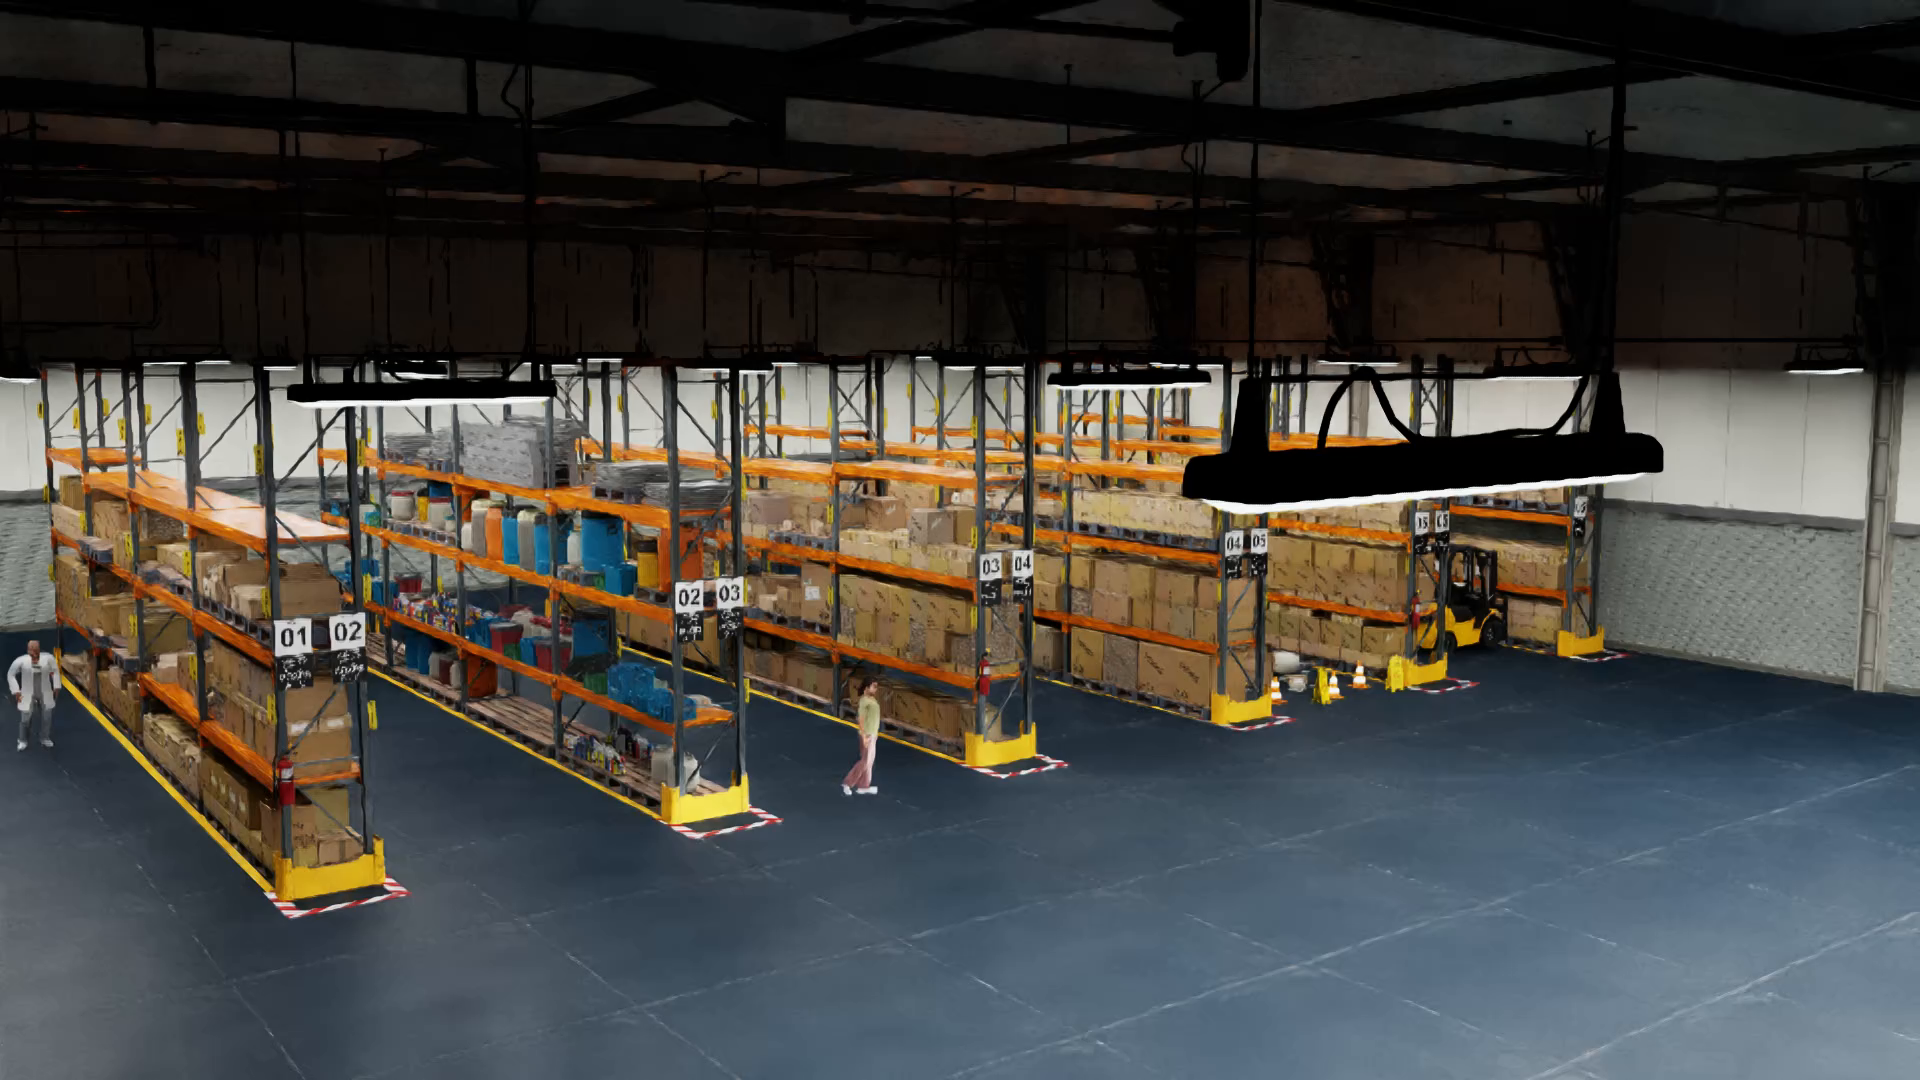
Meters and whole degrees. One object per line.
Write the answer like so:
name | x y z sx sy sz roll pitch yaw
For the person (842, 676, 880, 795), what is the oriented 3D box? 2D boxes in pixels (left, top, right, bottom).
person | -1.386 2.730 23.153 0.485 1.664 0.633 2 7 13

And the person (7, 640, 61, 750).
person | -14.354 2.384 25.802 0.729 1.733 0.546 -5 9 -38
